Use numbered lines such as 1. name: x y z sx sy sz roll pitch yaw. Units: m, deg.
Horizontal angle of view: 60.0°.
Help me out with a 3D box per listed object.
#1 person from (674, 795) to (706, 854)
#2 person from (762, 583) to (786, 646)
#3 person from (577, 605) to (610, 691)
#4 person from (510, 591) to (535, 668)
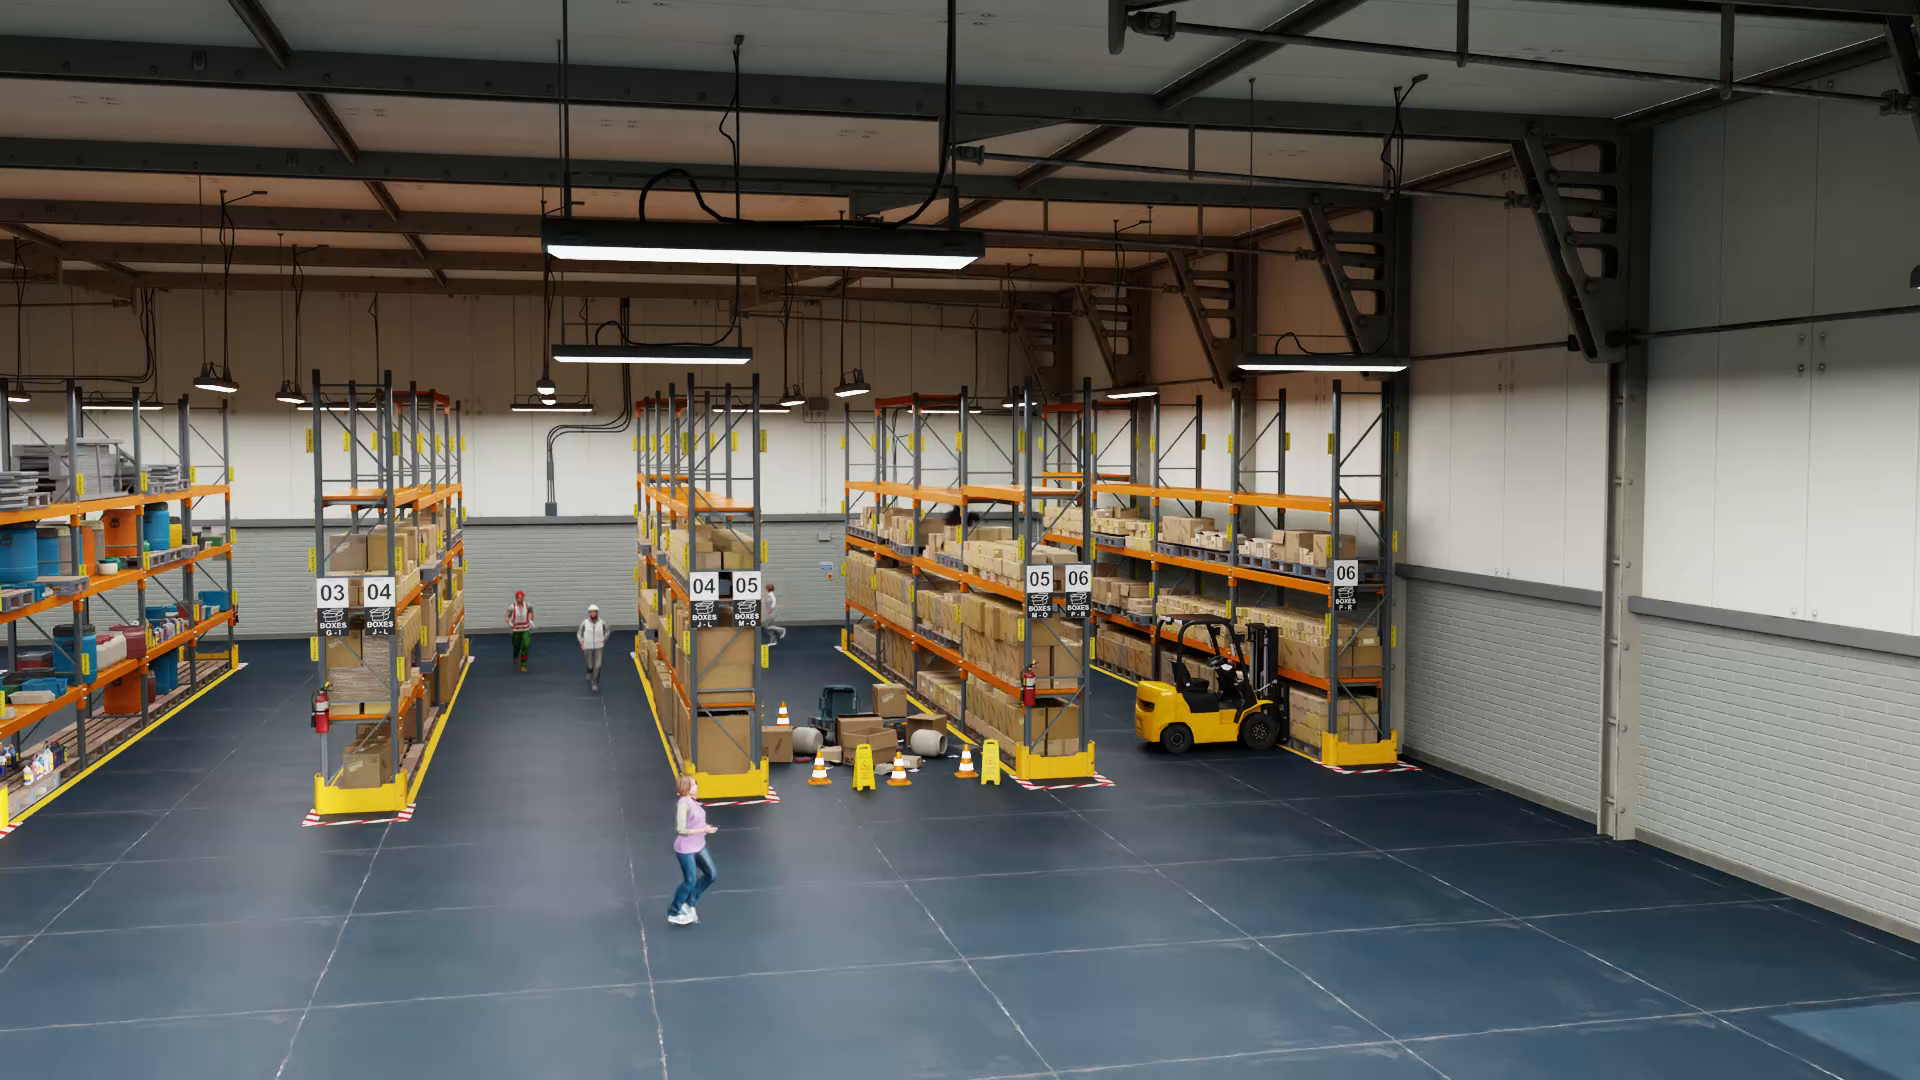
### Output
1. person: -2.824 2.926 17.220 0.371 0.564 0.517 1 3 14
2. person: -4.615 1.854 41.229 0.618 1.568 0.546 0 3 -3
3. person: -7.475 2.190 33.966 0.668 1.735 0.636 -1 3 -16
4. person: -9.692 1.962 36.726 0.560 1.701 0.850 -1 4 -22
